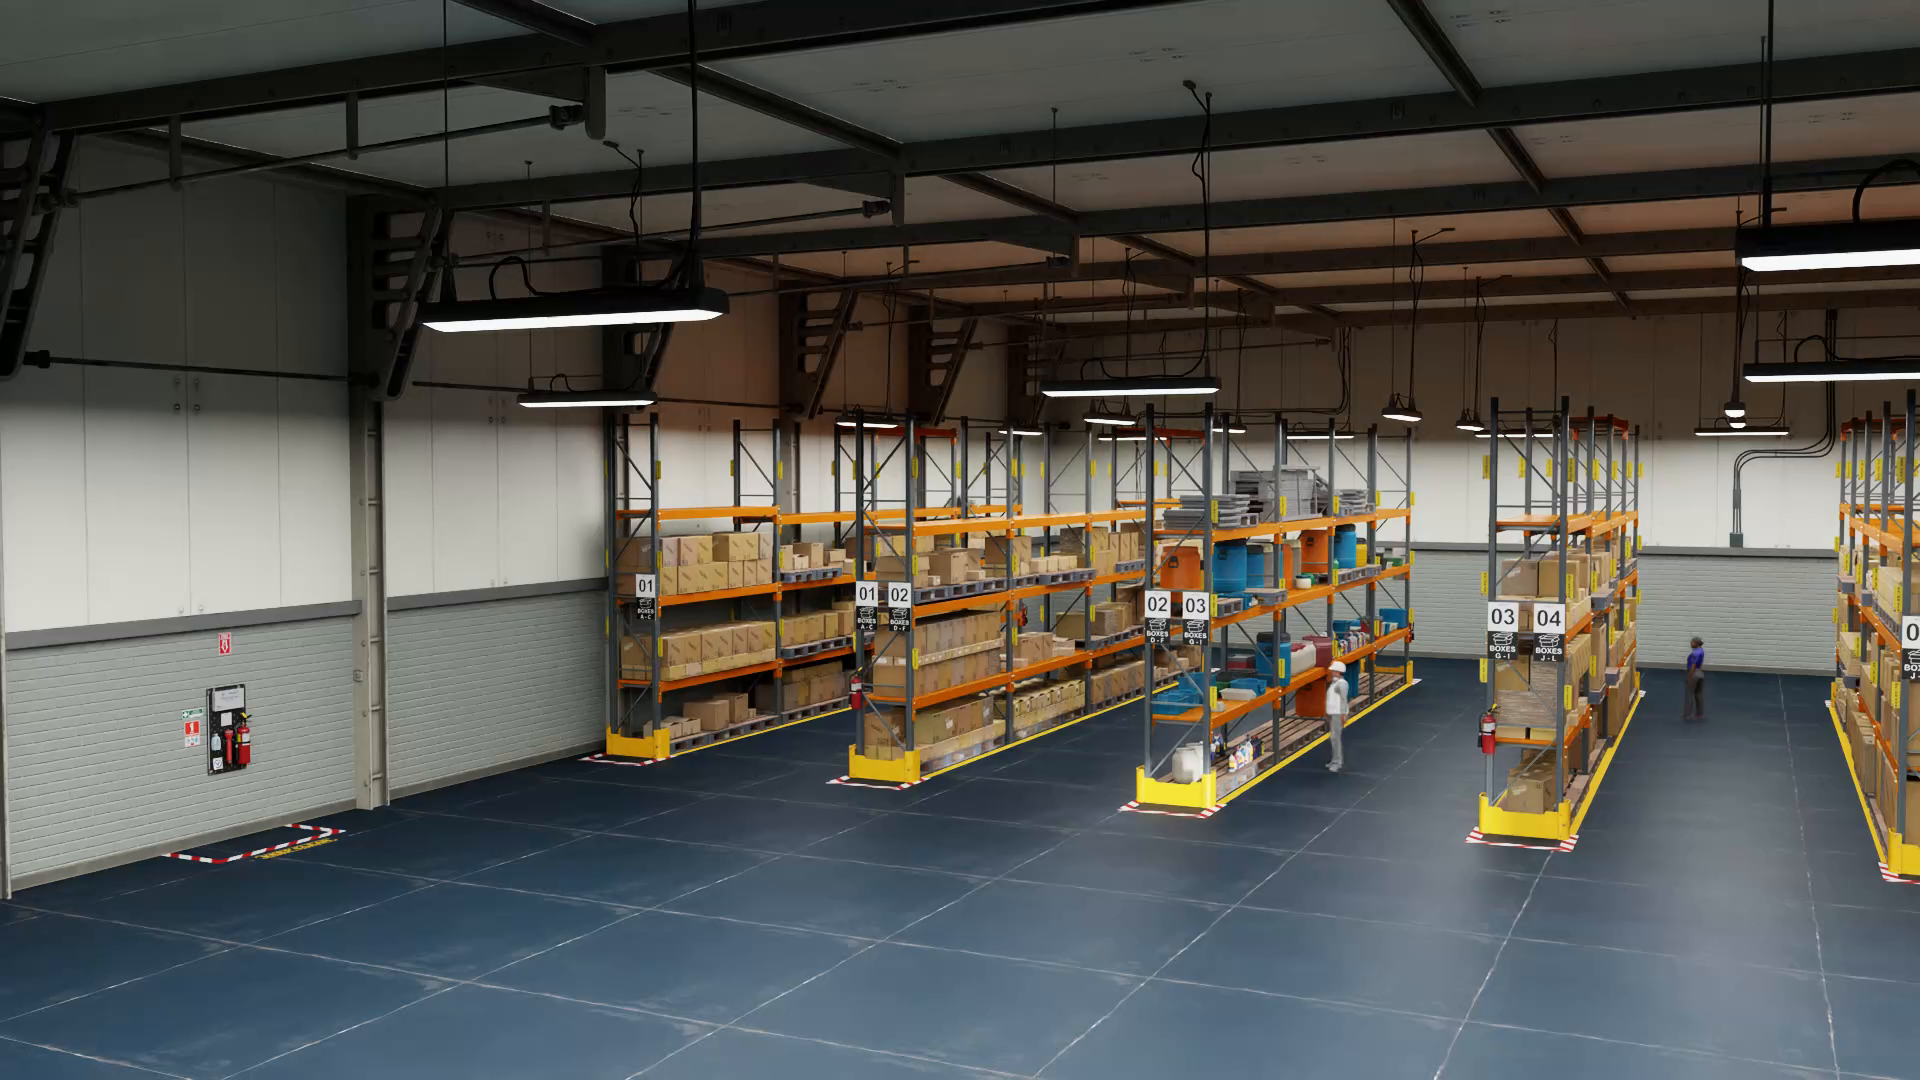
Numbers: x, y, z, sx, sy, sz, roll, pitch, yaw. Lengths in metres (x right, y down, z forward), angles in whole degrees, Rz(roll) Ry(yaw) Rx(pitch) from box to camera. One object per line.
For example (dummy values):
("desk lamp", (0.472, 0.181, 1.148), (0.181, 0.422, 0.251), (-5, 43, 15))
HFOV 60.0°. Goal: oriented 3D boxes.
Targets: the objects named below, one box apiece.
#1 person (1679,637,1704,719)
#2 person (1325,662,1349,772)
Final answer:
("person", (14.724, 2.769, 33.442), (0.530, 1.665, 0.403), (-2, 3, -40))
("person", (6.306, 2.949, 27.861), (0.395, 1.805, 0.691), (0, 2, 1))
